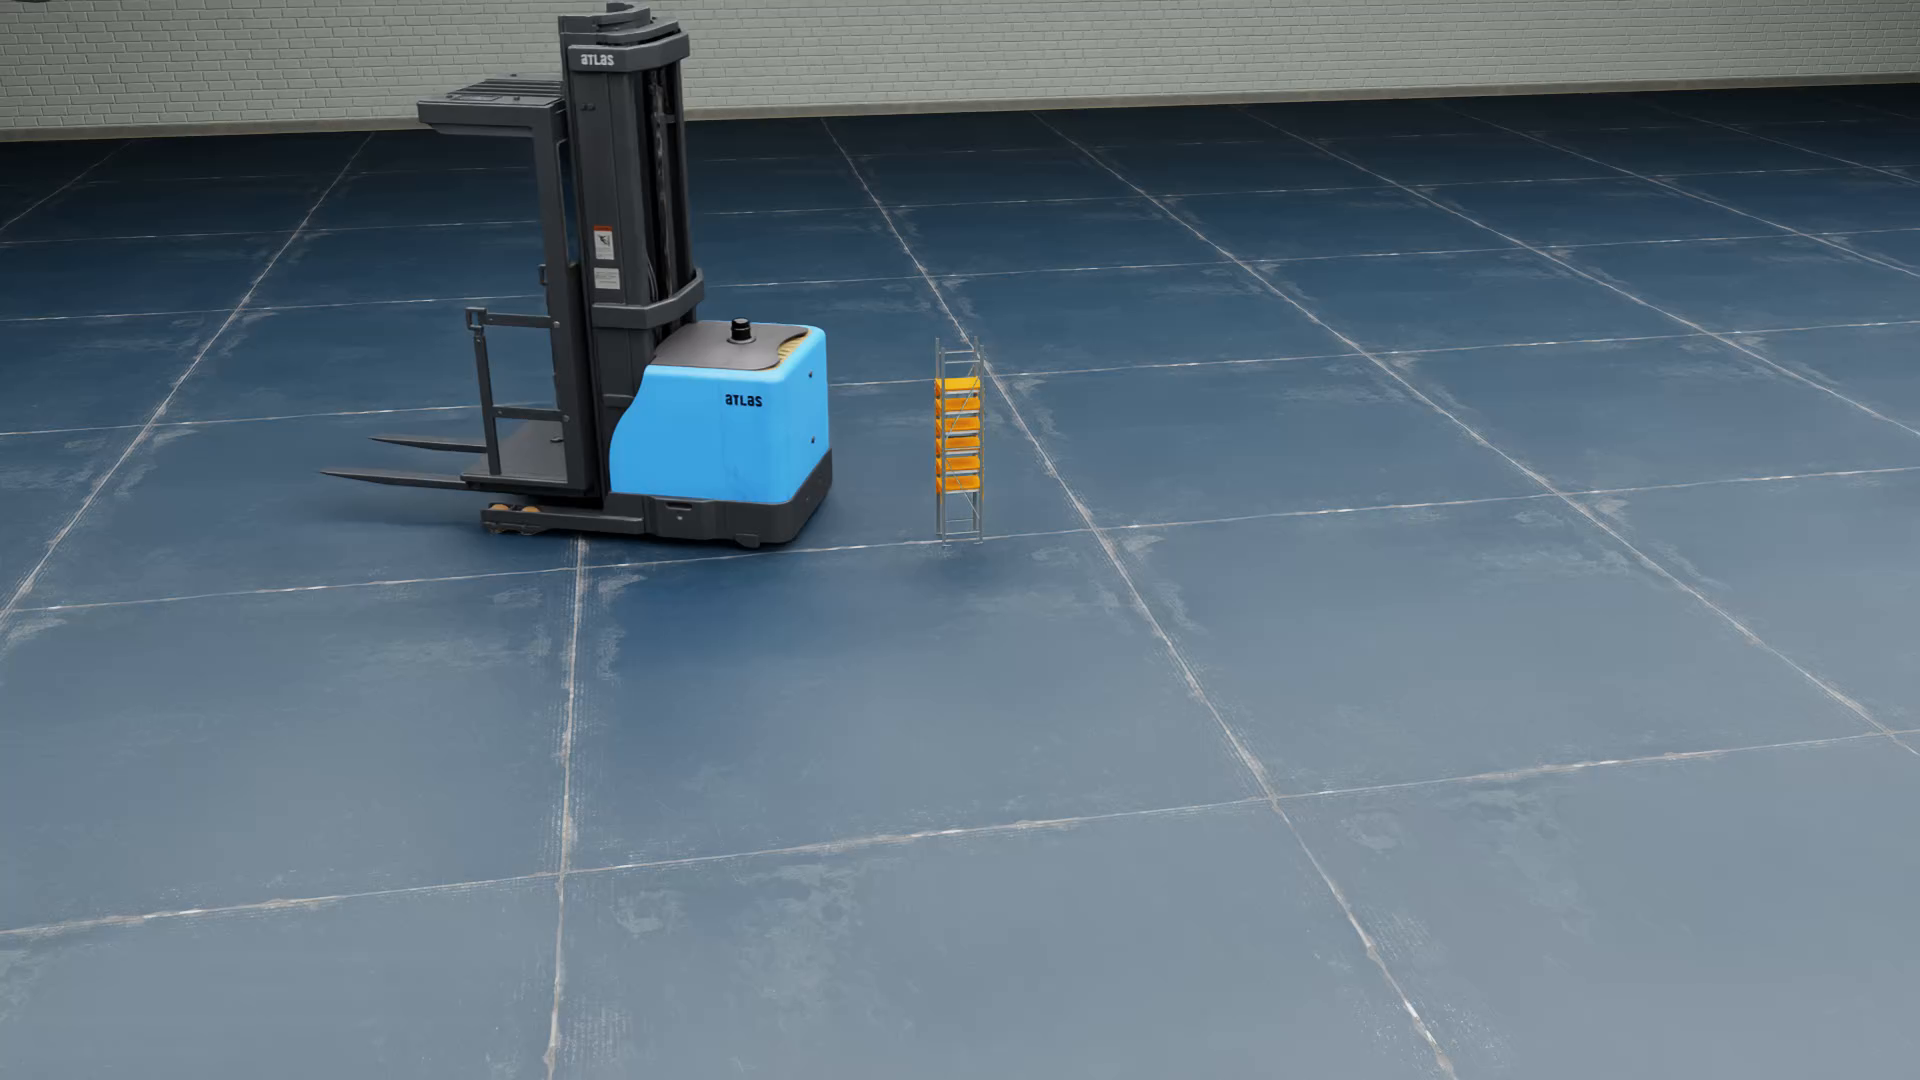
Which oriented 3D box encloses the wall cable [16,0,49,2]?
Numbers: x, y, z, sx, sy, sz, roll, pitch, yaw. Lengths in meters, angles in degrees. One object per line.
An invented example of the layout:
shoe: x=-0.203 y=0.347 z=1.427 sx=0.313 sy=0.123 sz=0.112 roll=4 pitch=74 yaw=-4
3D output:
wall cable: x=-12.773 y=-7.829 z=20.312 sx=3.097 sy=2.526 sz=0.112 roll=-4 pitch=24 yaw=-10

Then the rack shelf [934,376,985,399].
rack shelf: x=-0.003 y=-0.845 z=9.397 sx=0.258 sy=0.103 sz=0.180 roll=-4 pitch=24 yaw=-10

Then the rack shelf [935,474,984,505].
rack shelf: x=-0.003 y=-0.295 z=9.637 sx=0.258 sy=0.103 sz=0.180 roll=-4 pitch=24 yaw=-10

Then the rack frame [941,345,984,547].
rack frame: x=0.014 y=-0.520 z=9.440 sx=0.240 sy=1.200 sz=0.006 roll=-4 pitch=24 yaw=-10

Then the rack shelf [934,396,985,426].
rack shelf: x=-0.003 y=-0.735 z=9.445 sx=0.258 sy=0.103 sz=0.180 roll=-4 pitch=24 yaw=-10

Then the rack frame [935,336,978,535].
rack frame: x=-0.020 y=-0.592 z=9.605 sx=0.240 sy=1.200 sz=0.006 roll=-4 pitch=24 yaw=-10

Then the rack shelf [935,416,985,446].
rack shelf: x=-0.003 y=-0.625 z=9.493 sx=0.258 sy=0.103 sz=0.180 roll=-4 pitch=24 yaw=-10

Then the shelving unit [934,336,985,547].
shelving unit: x=-0.003 y=-0.556 z=9.523 sx=0.258 sy=1.200 sz=0.189 roll=-4 pitch=24 yaw=-10

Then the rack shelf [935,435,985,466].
rack shelf: x=-0.003 y=-0.515 z=9.541 sx=0.258 sy=0.103 sz=0.180 roll=-4 pitch=24 yaw=-10

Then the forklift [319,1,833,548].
forklift: x=-2.363 y=-1.572 z=9.688 sx=3.031 sy=2.935 sz=1.130 roll=4 pitch=24 yaw=10

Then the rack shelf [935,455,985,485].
rack shelf: x=-0.003 y=-0.405 z=9.589 sx=0.258 sy=0.103 sz=0.180 roll=-4 pitch=24 yaw=-10
